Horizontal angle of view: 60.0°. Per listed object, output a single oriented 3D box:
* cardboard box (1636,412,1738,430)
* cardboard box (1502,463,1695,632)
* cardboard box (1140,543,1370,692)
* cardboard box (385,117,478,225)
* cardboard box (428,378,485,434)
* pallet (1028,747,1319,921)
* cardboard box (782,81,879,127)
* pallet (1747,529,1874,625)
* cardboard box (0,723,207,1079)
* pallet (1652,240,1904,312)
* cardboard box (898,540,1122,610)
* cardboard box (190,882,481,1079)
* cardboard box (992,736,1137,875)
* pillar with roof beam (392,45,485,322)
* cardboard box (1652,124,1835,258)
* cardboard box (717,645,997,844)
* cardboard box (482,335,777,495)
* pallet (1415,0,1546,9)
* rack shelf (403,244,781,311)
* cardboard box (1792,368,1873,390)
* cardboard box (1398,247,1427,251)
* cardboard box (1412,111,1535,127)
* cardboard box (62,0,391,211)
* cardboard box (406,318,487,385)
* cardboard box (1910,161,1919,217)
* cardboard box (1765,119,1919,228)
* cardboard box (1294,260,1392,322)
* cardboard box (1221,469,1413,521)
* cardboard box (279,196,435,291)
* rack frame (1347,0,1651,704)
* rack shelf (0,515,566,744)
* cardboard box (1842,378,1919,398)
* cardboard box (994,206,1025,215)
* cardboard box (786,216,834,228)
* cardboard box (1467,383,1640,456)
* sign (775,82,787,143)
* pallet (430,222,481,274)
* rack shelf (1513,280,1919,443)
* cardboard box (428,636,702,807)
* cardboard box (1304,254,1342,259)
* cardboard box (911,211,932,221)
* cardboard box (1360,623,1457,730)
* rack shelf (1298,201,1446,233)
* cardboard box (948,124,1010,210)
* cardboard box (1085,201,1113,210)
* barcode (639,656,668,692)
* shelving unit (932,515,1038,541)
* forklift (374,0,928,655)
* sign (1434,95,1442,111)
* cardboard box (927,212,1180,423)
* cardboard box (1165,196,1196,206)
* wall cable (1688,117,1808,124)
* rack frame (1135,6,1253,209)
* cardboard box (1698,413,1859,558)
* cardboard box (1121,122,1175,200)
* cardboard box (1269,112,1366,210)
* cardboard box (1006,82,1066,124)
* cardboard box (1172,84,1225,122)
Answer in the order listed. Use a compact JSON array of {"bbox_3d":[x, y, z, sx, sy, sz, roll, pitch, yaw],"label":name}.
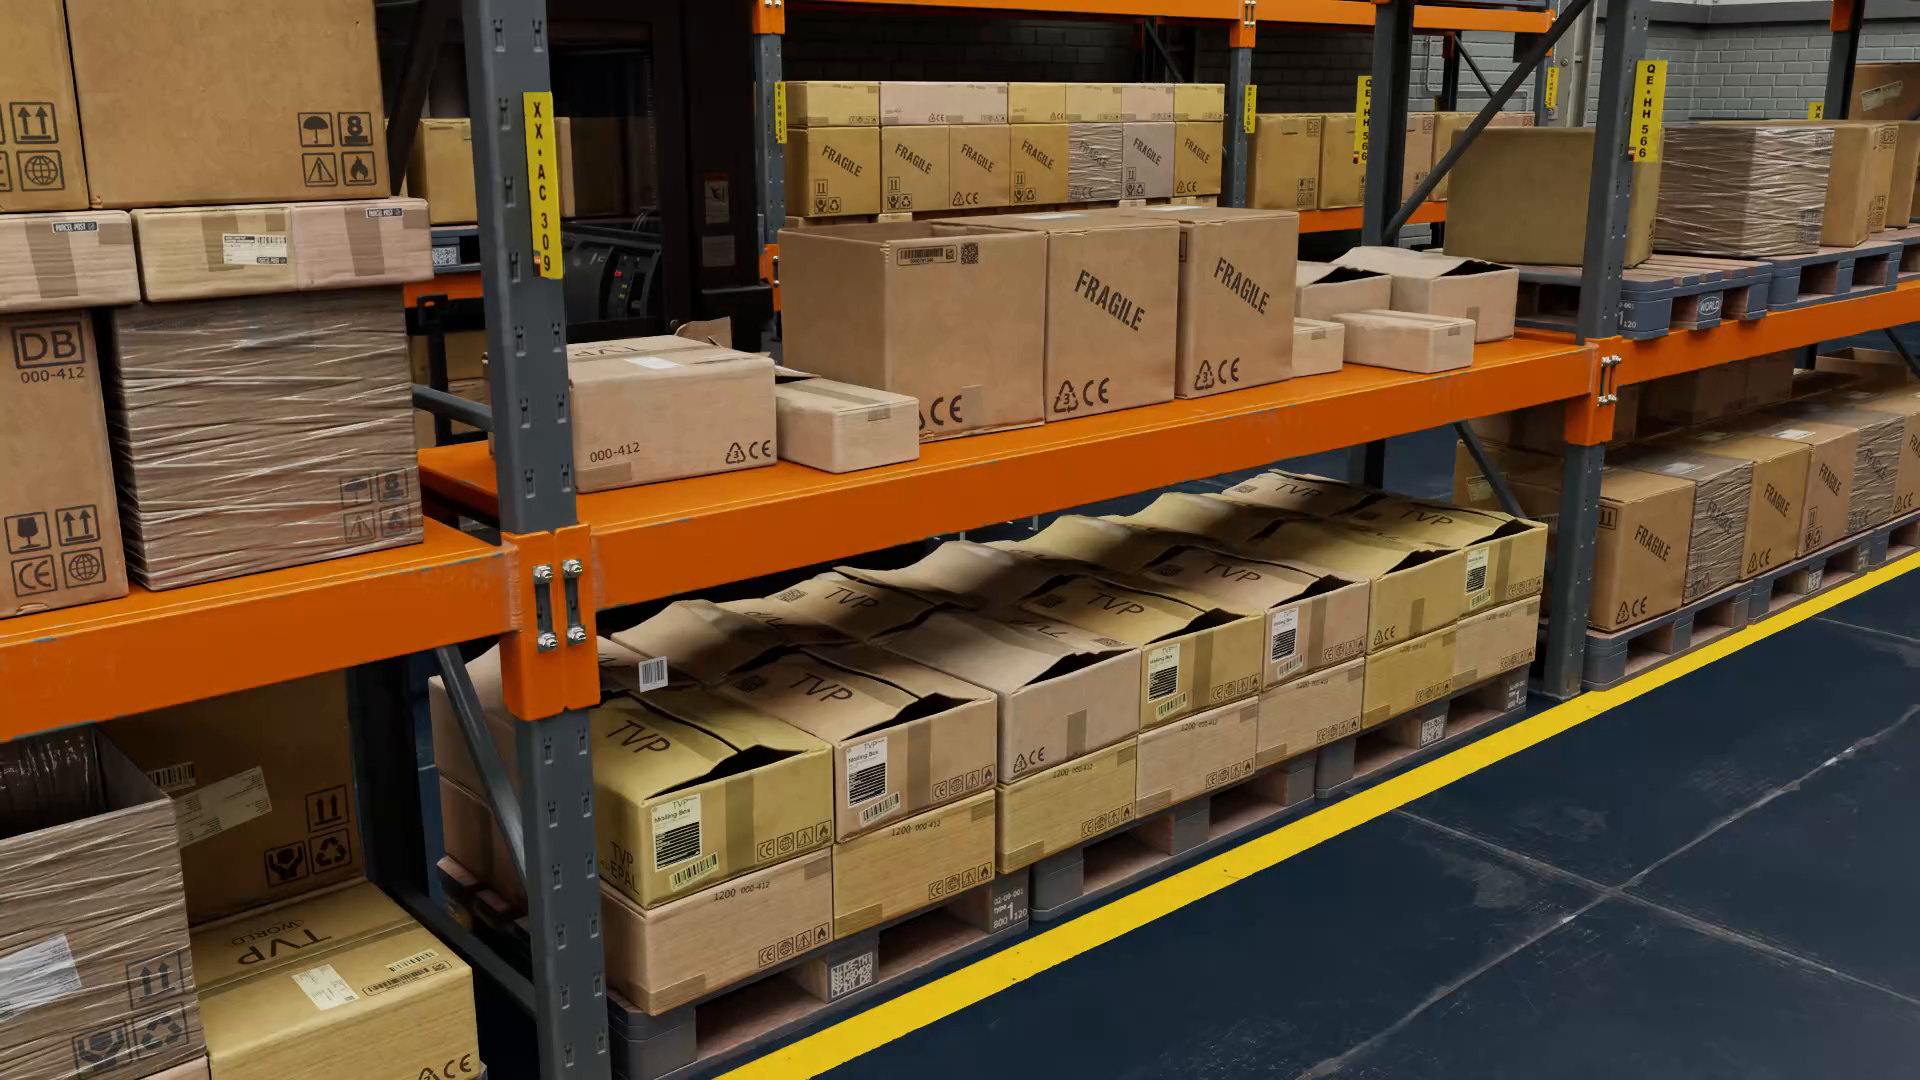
[{"bbox_3d":[3.238,-0.351,7.742,0.500,0.500,0.500,-14,20,-41],"label":"cardboard box"},{"bbox_3d":[2.435,0.010,6.393,0.500,0.500,0.500,-12,19,-37],"label":"cardboard box"},{"bbox_3d":[0.900,0.202,5.111,0.500,0.311,0.500,-13,20,-40],"label":"cardboard box"},{"bbox_3d":[-2.624,-1.892,8.473,0.500,0.500,0.700,-13,19,-39],"label":"cardboard box"},{"bbox_3d":[-2.680,-0.646,8.848,0.500,0.500,0.700,-13,20,-40],"label":"cardboard box"},{"bbox_3d":[0.338,0.721,5.143,1.213,0.211,1.003,-13,19,-39],"label":"pallet"},{"bbox_3d":[-0.817,-2.523,9.622,0.500,0.250,0.500,-12,19,-38],"label":"cardboard box"},{"bbox_3d":[3.412,0.059,7.622,1.213,0.211,1.003,-13,19,-39],"label":"pallet"},{"bbox_3d":[-1.704,0.680,2.952,0.500,0.500,0.500,-13,19,-39],"label":"cardboard box"},{"bbox_3d":[3.368,-1.202,7.308,1.213,0.211,1.003,-13,19,-39],"label":"pallet"},{"bbox_3d":[0.152,0.186,5.169,0.500,0.311,0.500,-13,20,-40],"label":"cardboard box"},{"bbox_3d":[-1.320,0.960,3.357,0.500,0.250,0.500,-13,19,-39],"label":"cardboard box"},{"bbox_3d":[0.129,0.644,4.539,0.500,0.250,0.500,-13,20,-41],"label":"cardboard box"},{"bbox_3d":[-0.073,-3.936,5.549,0.400,9.000,9.100,-13,19,-39],"label":"pillar with roof beam"},{"bbox_3d":[3.121,-1.462,6.902,0.500,0.500,0.700,-9,17,-29],"label":"cardboard box"},{"bbox_3d":[-0.257,0.463,4.132,0.500,0.311,0.500,-13,20,-40],"label":"cardboard box"},{"bbox_3d":[-0.770,-0.306,3.873,0.500,0.250,0.500,-11,19,-36],"label":"cardboard box"},{"bbox_3d":[4.132,-4.562,13.875,1.213,0.211,1.003,-13,19,-39],"label":"pallet"},{"bbox_3d":[-2.859,-1.241,8.479,4.000,0.370,1.077,-13,19,-39],"label":"rack shelf"},{"bbox_3d":[4.397,-0.612,8.720,0.500,0.500,0.500,-14,20,-42],"label":"cardboard box"},{"bbox_3d":[3.804,-2.428,14.299,0.250,0.149,0.380,-13,19,-39],"label":"cardboard box"},{"bbox_3d":[4.307,-3.340,14.359,0.700,0.700,0.980,-12,19,-37],"label":"cardboard box"},{"bbox_3d":[-1.444,-0.885,3.043,0.500,0.500,0.700,-13,19,-39],"label":"cardboard box"},{"bbox_3d":[-2.715,-0.990,8.683,0.500,0.250,0.500,-13,20,-40],"label":"cardboard box"},{"bbox_3d":[5.131,-1.825,9.075,0.500,0.500,0.500,-12,19,-38],"label":"cardboard box"},{"bbox_3d":[4.418,-1.856,8.379,0.700,0.500,0.500,8,17,28],"label":"cardboard box"},{"bbox_3d":[1.103,-0.807,5.632,0.500,0.311,0.500,-13,20,-40],"label":"cardboard box"},{"bbox_3d":[1.317,-0.078,6.157,0.500,0.311,0.500,-12,19,-38],"label":"cardboard box"},{"bbox_3d":[-1.178,-0.560,3.085,0.250,0.149,0.380,-13,20,-39],"label":"cardboard box"},{"bbox_3d":[1.904,-0.964,6.047,0.127,3.000,1.000,-13,19,-39],"label":"rack frame"},{"bbox_3d":[-2.622,0.400,2.334,4.000,0.370,1.077,-13,19,-39],"label":"rack shelf"},{"bbox_3d":[4.738,-0.507,8.327,0.500,0.500,0.500,-13,20,-40],"label":"cardboard box"},{"bbox_3d":[0.200,-2.089,10.705,0.250,0.149,0.380,-13,19,-39],"label":"cardboard box"},{"bbox_3d":[-0.950,-1.827,9.724,0.250,0.149,0.380,-13,20,-40],"label":"cardboard box"},{"bbox_3d":[2.496,-0.546,7.019,0.500,0.250,0.500,-12,19,-37],"label":"cardboard box"},{"bbox_3d":[-0.987,-2.345,9.126,0.005,0.325,0.100,-13,19,-39],"label":"sign"},{"bbox_3d":[-2.817,-1.492,8.394,1.213,0.211,1.003,-13,19,-39],"label":"pallet"},{"bbox_3d":[3.413,-0.955,7.408,4.000,0.370,1.077,-13,19,-39],"label":"rack shelf"},{"bbox_3d":[-0.996,0.444,4.204,0.500,0.311,0.500,-13,19,-39],"label":"cardboard box"},{"bbox_3d":[3.039,-2.256,13.656,0.250,0.149,0.380,-13,20,-40],"label":"cardboard box"},{"bbox_3d":[-0.389,-1.963,10.234,0.250,0.149,0.380,-13,20,-40],"label":"cardboard box"},{"bbox_3d":[1.281,0.386,5.506,0.500,0.250,0.500,-13,20,-40],"label":"cardboard box"},{"bbox_3d":[3.176,-2.597,13.553,4.000,0.370,1.077,-13,19,-39],"label":"rack shelf"},{"bbox_3d":[-0.040,-2.333,10.362,0.500,0.500,0.500,-13,20,-40],"label":"cardboard box"},{"bbox_3d":[0.810,-2.214,11.175,0.250,0.149,0.380,-13,19,-39],"label":"cardboard box"},{"bbox_3d":[-0.647,0.283,3.510,0.075,0.075,0.001,-13,19,-39],"label":"barcode"},{"bbox_3d":[0.125,-0.608,8.200,0.503,1.200,0.258,-13,19,-39],"label":"shelving unit"},{"bbox_3d":[-1.593,-1.032,6.432,3.031,2.935,1.130,-12,19,-38],"label":"forklift"},{"bbox_3d":[4.325,-3.849,15.015,0.005,0.325,0.100,-13,19,-39],"label":"sign"},{"bbox_3d":[0.252,-0.636,4.624,0.500,0.500,0.500,-13,19,-39],"label":"cardboard box"},{"bbox_3d":[1.423,-2.334,11.623,0.250,0.149,0.380,-12,19,-38],"label":"cardboard box"},{"bbox_3d":[9.186,-5.570,17.681,0.112,2.526,3.097,-13,19,-39],"label":"wall cable"},{"bbox_3d":[1.667,-2.605,12.191,0.127,3.000,1.000,-13,19,-39],"label":"rack frame"},{"bbox_3d":[3.599,-0.254,7.378,0.500,0.500,0.500,-14,20,-41],"label":"cardboard box"},{"bbox_3d":[1.106,-2.591,11.330,0.500,0.500,0.500,-12,19,-39],"label":"cardboard box"},{"bbox_3d":[2.641,-2.962,12.944,0.700,0.700,0.980,-13,20,-41],"label":"cardboard box"},{"bbox_3d":[0.322,-2.783,10.594,0.500,0.250,0.500,-13,20,-40],"label":"cardboard box"},{"bbox_3d":[1.483,-3.040,11.558,0.500,0.250,0.500,-12,19,-38],"label":"cardboard box"}]
